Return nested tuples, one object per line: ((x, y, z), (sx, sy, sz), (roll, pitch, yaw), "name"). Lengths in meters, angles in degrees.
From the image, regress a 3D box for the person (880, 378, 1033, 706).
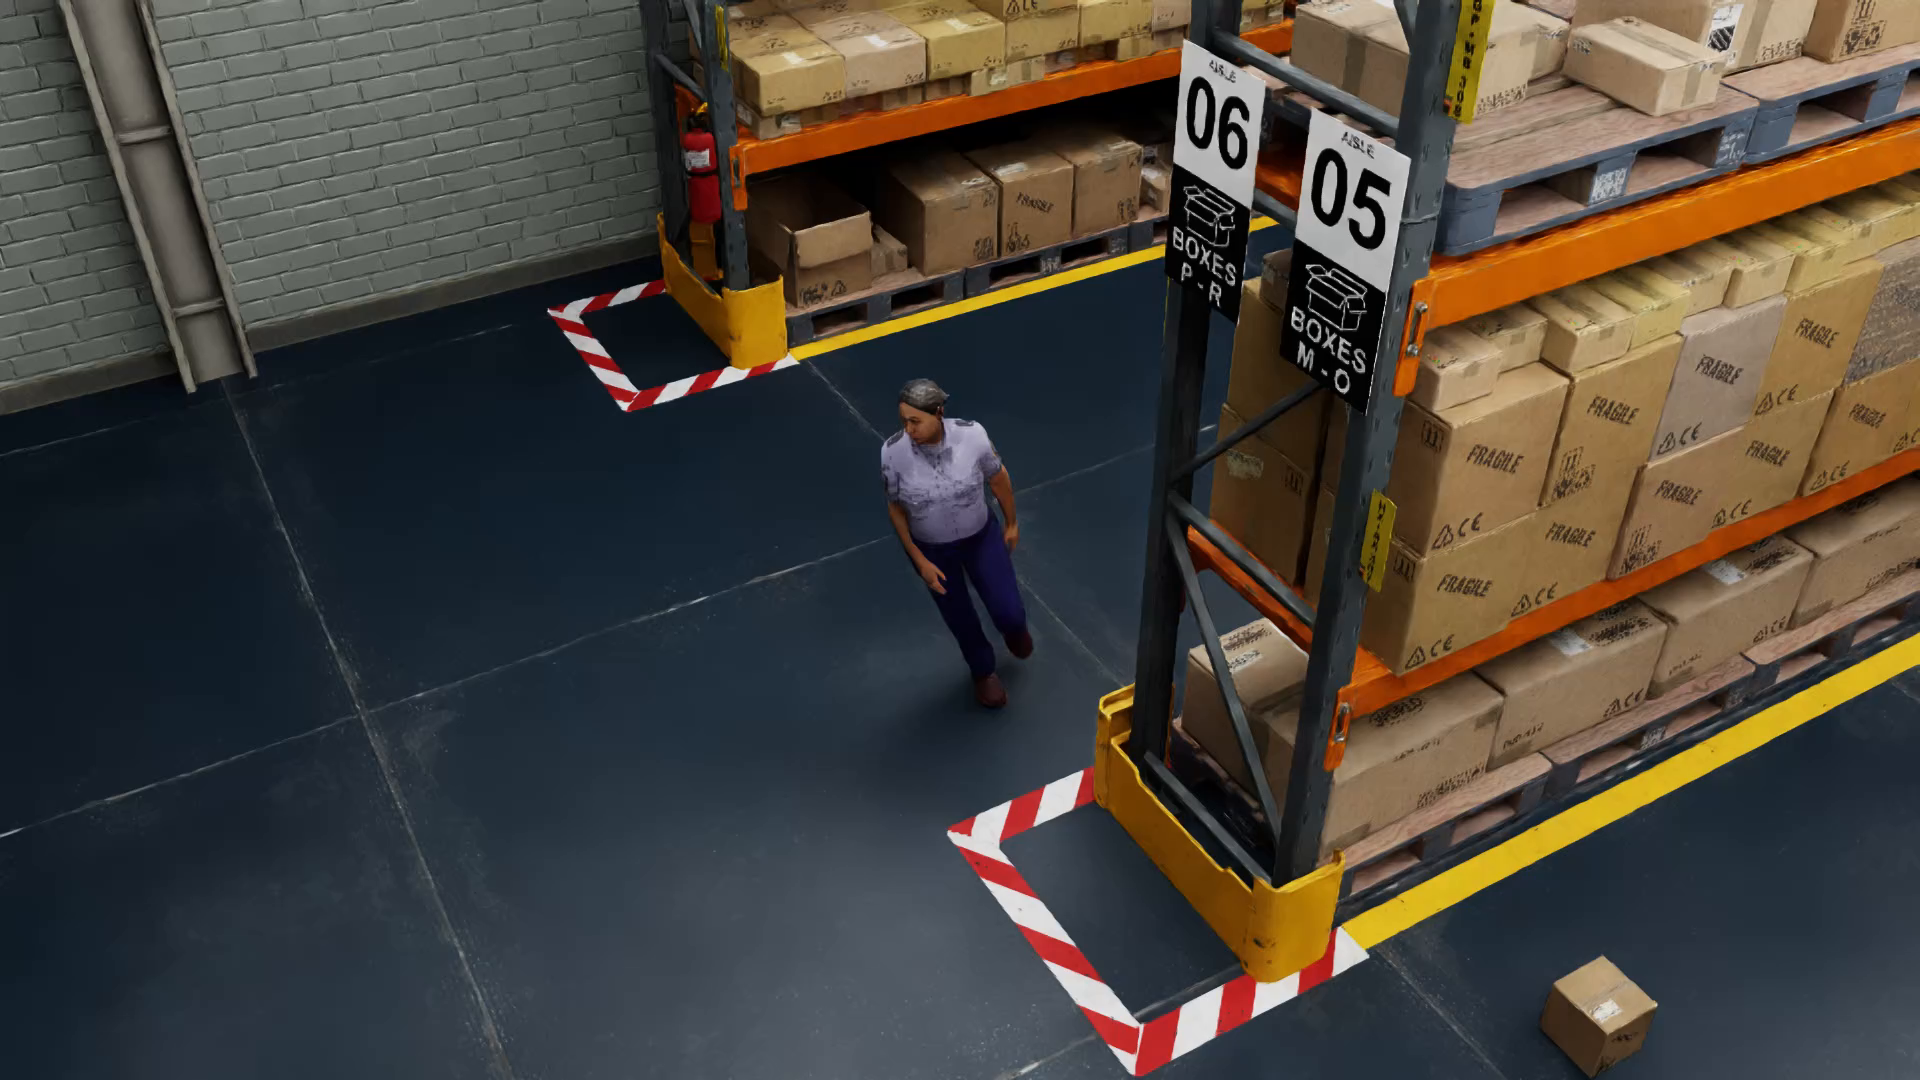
((0.008, 0.005, 6.935), (0.660, 1.604, 0.479), (-2, 37, -3), "person")
